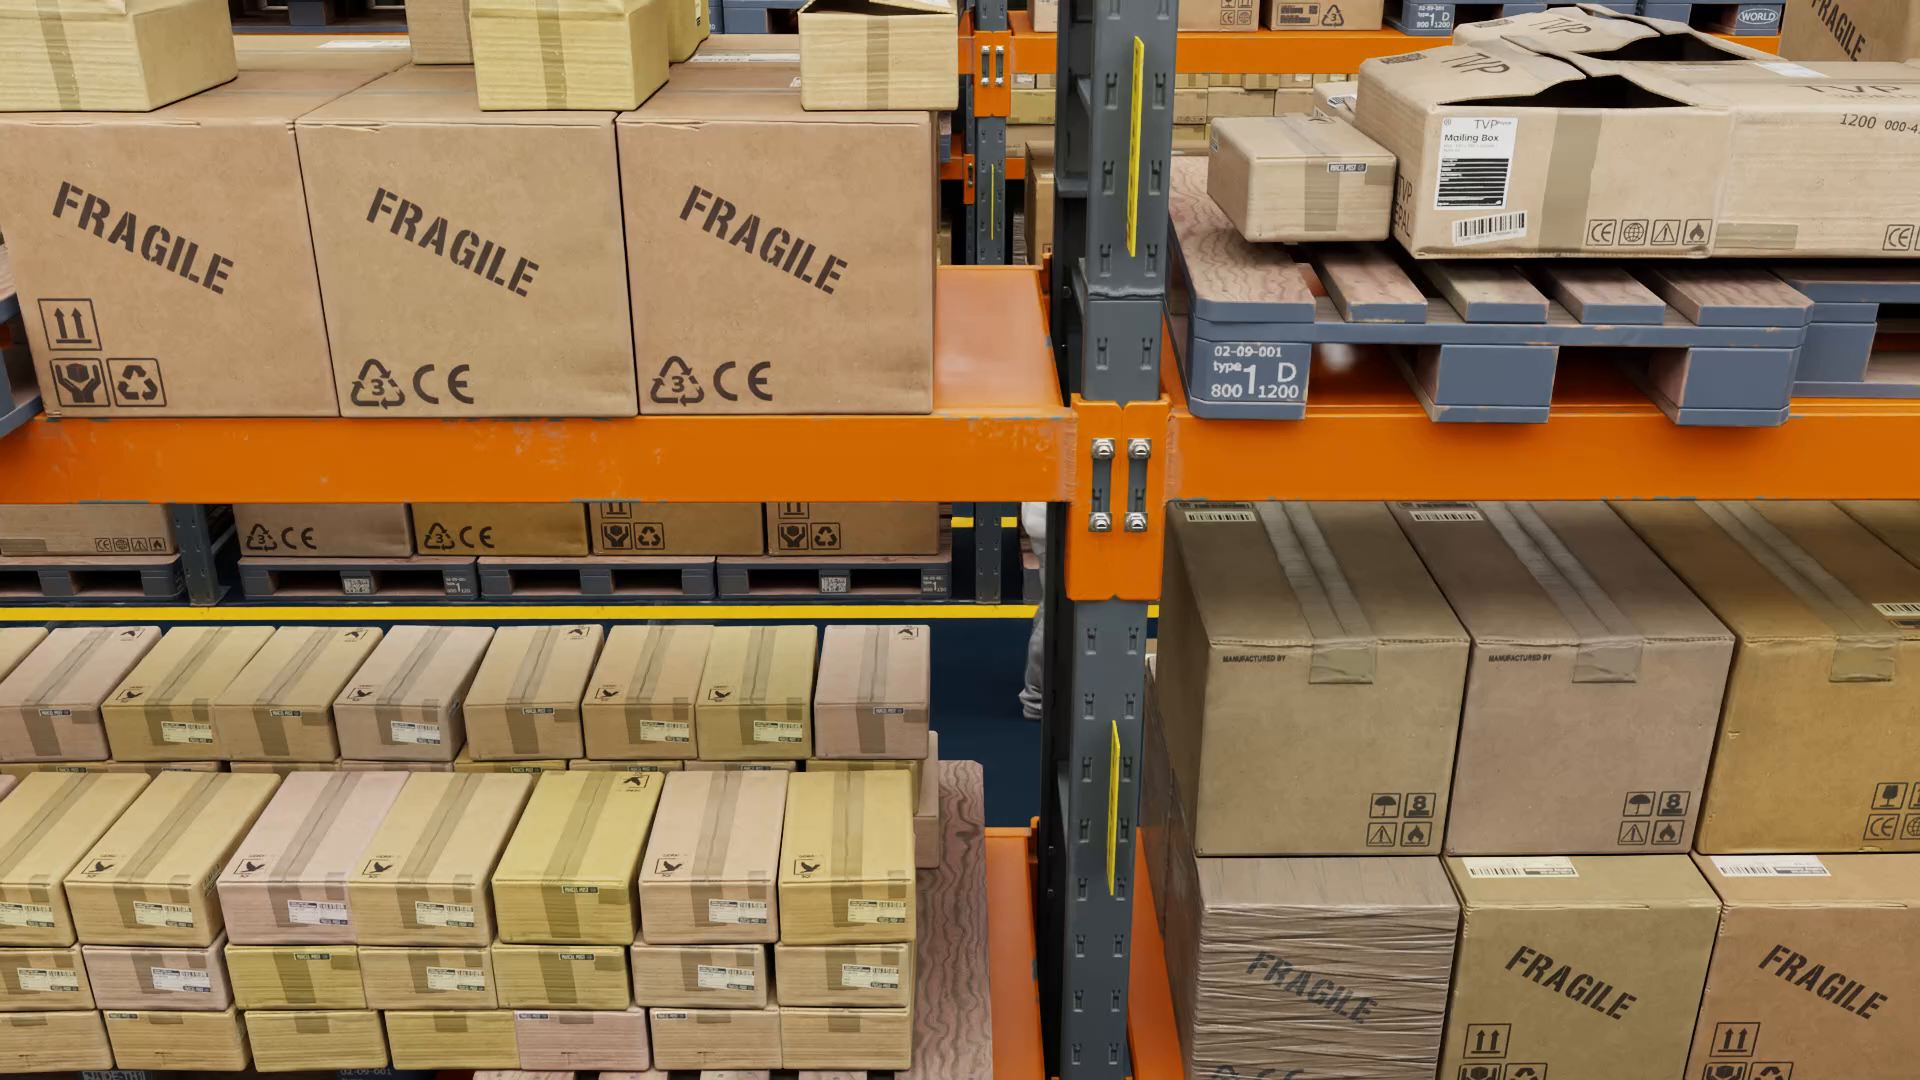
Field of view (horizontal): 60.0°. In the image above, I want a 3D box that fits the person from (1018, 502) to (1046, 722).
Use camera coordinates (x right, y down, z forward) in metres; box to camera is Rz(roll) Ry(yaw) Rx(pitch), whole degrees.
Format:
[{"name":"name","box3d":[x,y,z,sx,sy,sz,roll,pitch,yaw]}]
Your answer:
[{"name":"person","box3d":[0.432,-0.069,7.244,0.371,1.767,0.565,-1,24,-2]}]
